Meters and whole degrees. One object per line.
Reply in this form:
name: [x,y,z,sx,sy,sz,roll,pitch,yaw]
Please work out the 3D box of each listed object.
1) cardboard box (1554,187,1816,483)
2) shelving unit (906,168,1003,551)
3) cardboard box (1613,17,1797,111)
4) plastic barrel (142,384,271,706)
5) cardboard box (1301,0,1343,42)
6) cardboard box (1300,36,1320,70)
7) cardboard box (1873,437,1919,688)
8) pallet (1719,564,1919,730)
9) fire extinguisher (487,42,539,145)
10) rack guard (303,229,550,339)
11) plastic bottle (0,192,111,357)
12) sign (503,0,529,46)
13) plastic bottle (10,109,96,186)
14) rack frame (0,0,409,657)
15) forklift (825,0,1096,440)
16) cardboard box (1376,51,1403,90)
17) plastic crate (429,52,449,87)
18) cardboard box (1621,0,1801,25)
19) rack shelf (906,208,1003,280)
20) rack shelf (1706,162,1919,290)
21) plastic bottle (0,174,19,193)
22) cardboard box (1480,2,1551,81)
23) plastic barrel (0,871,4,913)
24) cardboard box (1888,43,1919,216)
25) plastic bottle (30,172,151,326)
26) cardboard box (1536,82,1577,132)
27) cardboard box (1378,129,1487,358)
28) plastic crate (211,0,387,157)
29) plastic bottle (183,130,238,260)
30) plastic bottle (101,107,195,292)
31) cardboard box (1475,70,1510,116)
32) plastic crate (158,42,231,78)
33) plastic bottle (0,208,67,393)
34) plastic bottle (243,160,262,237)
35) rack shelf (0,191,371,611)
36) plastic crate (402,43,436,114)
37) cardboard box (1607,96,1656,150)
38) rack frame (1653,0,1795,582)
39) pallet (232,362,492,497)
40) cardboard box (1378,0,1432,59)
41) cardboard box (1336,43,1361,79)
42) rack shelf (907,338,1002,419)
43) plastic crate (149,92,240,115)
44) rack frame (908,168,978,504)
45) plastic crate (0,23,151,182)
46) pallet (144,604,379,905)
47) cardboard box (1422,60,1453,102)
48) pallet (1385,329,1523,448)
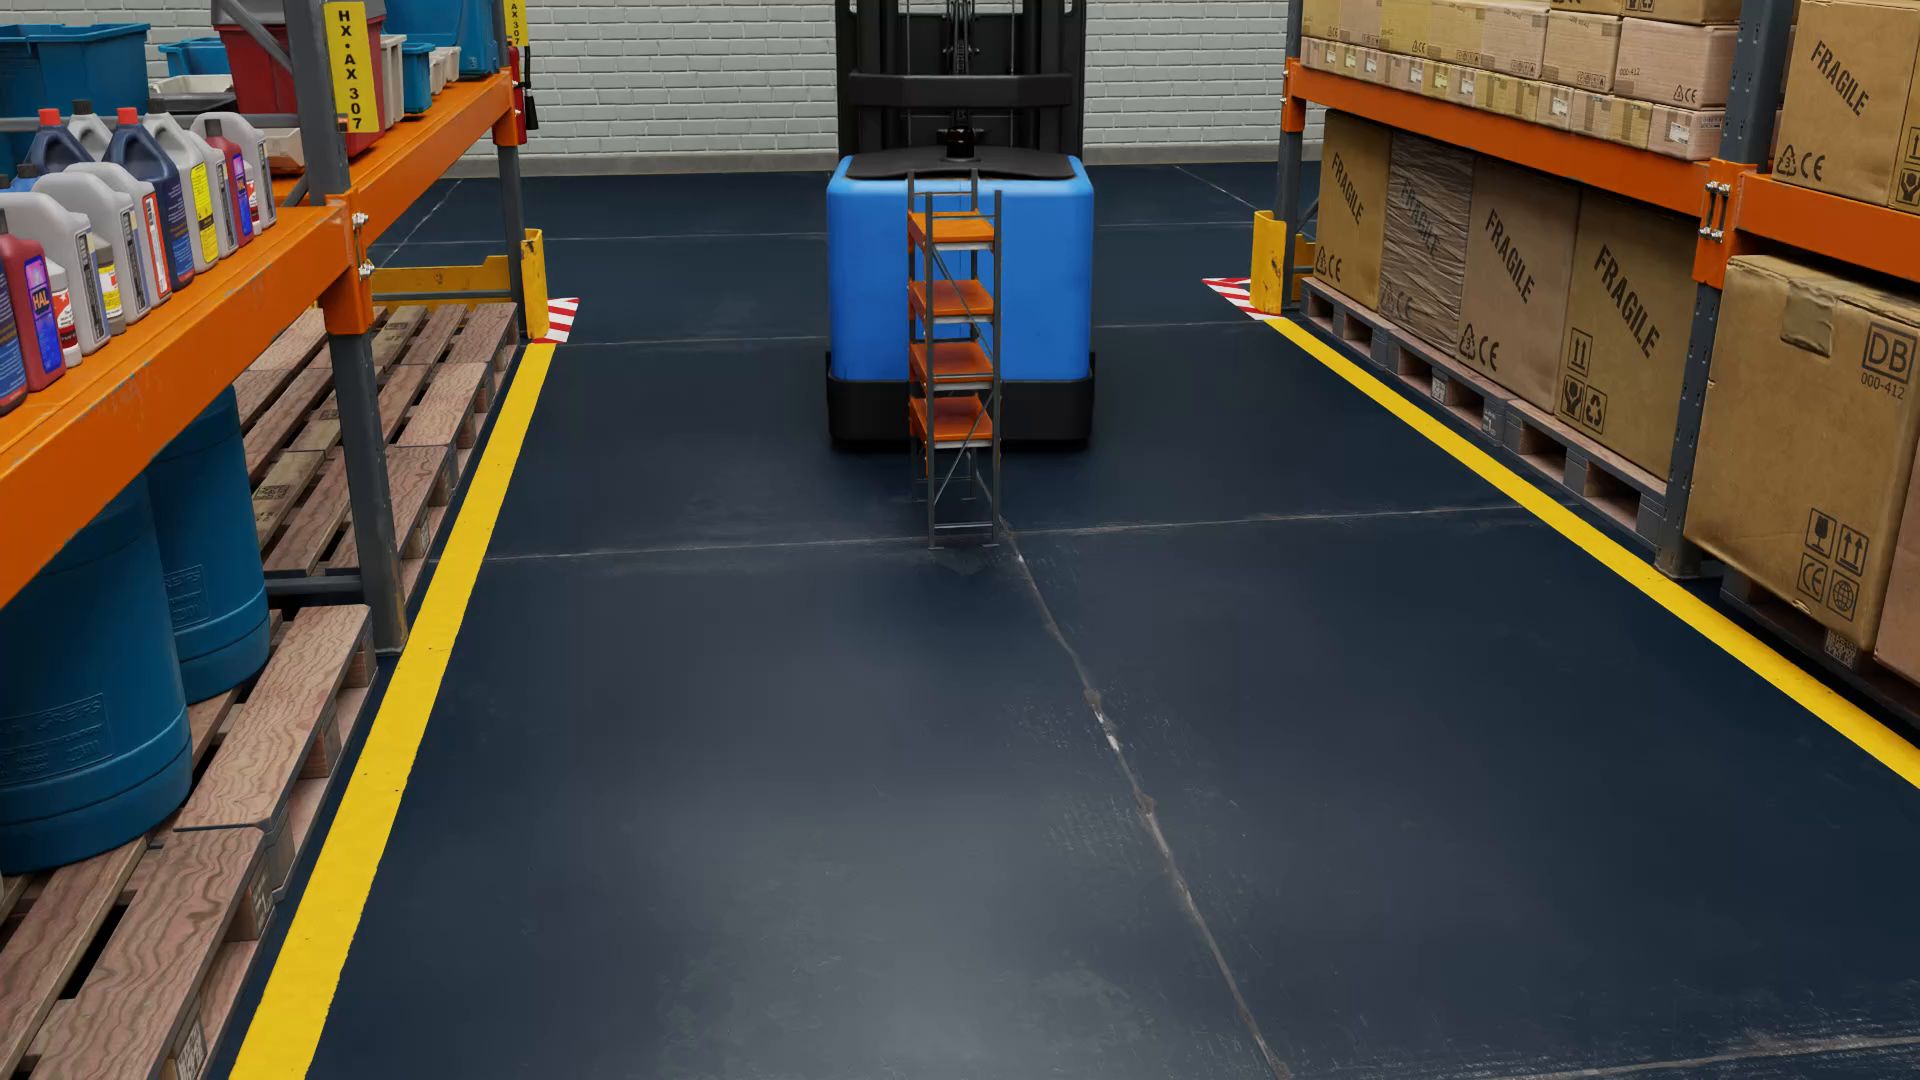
cardboard box: [2.765,-0.750,5.873,0.875,0.875,0.875,-3,21,-8]
shelving unit: [-0.024,-0.619,5.660,0.258,1.200,0.503,-3,21,-8]
cardboard box: [2.458,-1.524,5.300,0.500,0.250,0.500,-3,21,-9]
plastic barrel: [-2.059,-0.090,4.070,0.600,0.901,0.708,-3,21,-8]
cardboard box: [2.006,-2.590,8.153,0.500,0.250,0.500,-3,21,-9]
cardboard box: [1.929,-2.443,8.330,0.380,0.149,0.250,-3,21,-7]
cardboard box: [3.023,0.013,3.831,1.225,0.875,0.875,-4,21,-10]
pallet: [2.967,0.254,4.735,1.003,0.211,1.213,-3,21,-8]
fire extinguisher: [-2.269,-2.315,8.271,0.296,0.674,0.183,-3,21,-8]
rack guard: [-2.713,-1.288,8.449,1.175,0.500,0.348,-3,21,-8]
plastic bottle: [-1.565,-0.460,2.837,0.152,0.276,0.135,-3,21,-8]
sign: [-2.155,-2.561,8.052,0.100,0.325,0.005,-3,21,-8]
plastic bottle: [-1.780,-0.670,3.293,0.144,0.351,0.185,-3,21,-8]
rack frame: [-2.120,-1.066,4.283,1.000,3.000,0.127,-3,21,-8]
forklift: [0.003,-2.230,7.497,1.130,2.935,3.031,0,20,0]
cardboard box: [2.079,-2.088,7.378,0.380,0.149,0.250,-3,21,-9]
plastic crate: [-2.373,-1.981,7.025,0.396,0.136,0.243,-3,21,-8]
cardboard box: [2.450,-1.882,5.185,0.500,0.500,0.500,-2,21,-6]
rack shelf: [-0.024,-0.988,5.522,0.258,0.148,0.480,-3,21,-8]
rack shelf: [3.069,-0.286,3.224,1.077,0.370,4.000,-3,21,-8]
plastic bottle: [-1.720,-0.525,3.019,0.097,0.271,0.097,0,20,0]
cardboard box: [2.307,-1.880,6.252,0.500,0.250,0.500,-2,21,-7]
plastic barrel: [-1.964,0.537,2.946,0.421,0.512,0.421,0,20,0]
cardboard box: [2.673,-1.017,4.008,0.500,0.500,0.500,-3,21,-8]
plastic bottle: [-1.599,-0.540,3.052,0.152,0.276,0.135,-3,21,-8]
cardboard box: [2.302,-1.554,5.949,0.380,0.149,0.250,-3,21,-7]
cardboard box: [2.507,-1.369,7.532,0.875,0.875,0.875,-3,21,-8]
plastic crate: [-2.001,-1.446,5.123,0.402,0.464,0.583,-3,21,-8]
plastic bottle: [-1.691,-0.761,3.644,0.152,0.276,0.135,-3,21,-8]
plastic bottle: [-1.637,-0.677,3.312,0.144,0.351,0.185,-3,21,-8]
cardboard box: [2.227,-1.732,6.425,0.380,0.149,0.250,-3,21,-9]
plastic crate: [-2.754,-1.739,6.238,0.416,0.233,0.300,-3,21,-8]
plastic bottle: [-1.487,-0.385,2.628,0.061,0.283,0.133,-3,21,-8]
plastic bottle: [-1.700,-0.814,3.892,0.097,0.201,0.097,0,20,0]
rack shelf: [-1.832,-0.036,2.555,1.077,0.370,4.000,-3,21,-8]
plastic crate: [-2.147,-1.702,6.141,0.416,0.233,0.300,-3,21,-8]
cardboard box: [2.375,-1.376,5.473,0.380,0.149,0.250,-3,21,-7]
rack frame: [2.781,-1.316,4.952,1.000,3.000,0.127,-3,21,-8]
pallet: [-2.444,-0.436,6.581,1.003,0.211,1.213,-3,21,-8]
cardboard box: [2.157,-2.236,7.205,0.500,0.250,0.500,-4,21,-10]
cardboard box: [2.005,-2.266,7.855,0.380,0.149,0.250,-3,21,-9]
rack shelf: [-0.024,-0.556,5.683,0.258,0.148,0.480,-3,21,-8]
plastic crate: [-2.548,-1.339,5.322,0.437,0.125,0.590,-3,21,-8]
rack frame: [-0.059,-0.704,5.886,0.240,1.200,0.015,-3,21,-8]
plastic crate: [-2.525,-1.231,4.662,0.392,0.384,0.575,-3,21,-8]
pallet: [-2.050,0.510,4.050,1.003,0.211,1.213,-3,21,-8]
cardboard box: [2.152,-1.911,6.905,0.380,0.149,0.250,-3,21,-9]
pallet: [2.570,-0.700,7.289,1.003,0.211,1.213,-3,21,-8]
